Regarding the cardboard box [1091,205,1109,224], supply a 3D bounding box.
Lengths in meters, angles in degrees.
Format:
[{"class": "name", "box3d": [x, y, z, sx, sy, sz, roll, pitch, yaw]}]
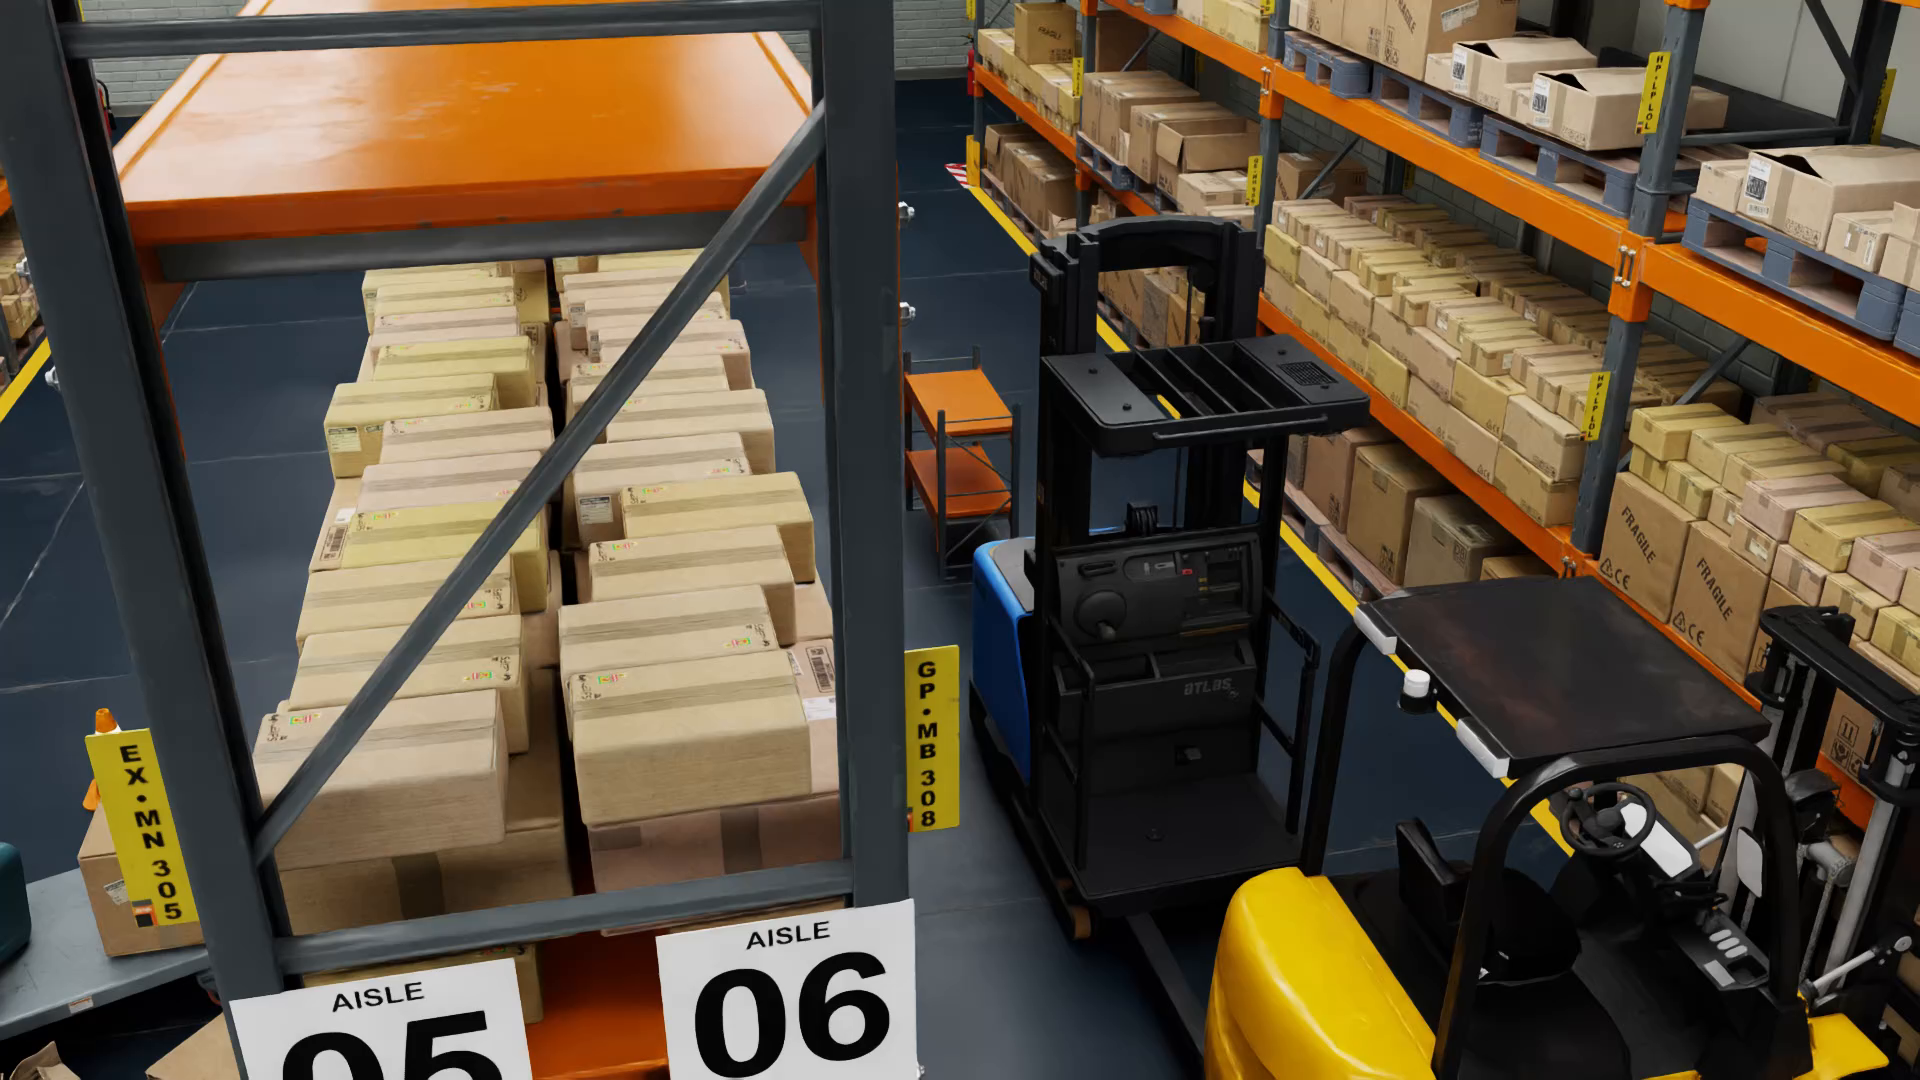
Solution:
[{"class": "cardboard box", "box3d": [1.373, -2.860, 14.676, 0.380, 0.149, 0.250, -5, 27, -9]}]

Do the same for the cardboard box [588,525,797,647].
[{"class": "cardboard box", "box3d": [-0.529, 0.106, 3.277, 0.380, 0.149, 0.250, -6, 27, -12]}]

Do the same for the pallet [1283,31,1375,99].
[{"class": "pallet", "box3d": [2.693, -2.893, 10.034, 1.213, 0.211, 1.003, -5, 27, -9]}]

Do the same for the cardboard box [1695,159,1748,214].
[{"class": "cardboard box", "box3d": [3.160, -1.403, 6.573, 0.380, 0.149, 0.250, -5, 27, -11]}]

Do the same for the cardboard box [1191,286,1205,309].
[{"class": "cardboard box", "box3d": [1.972, -1.837, 12.649, 0.380, 0.149, 0.250, -5, 27, -10]}]

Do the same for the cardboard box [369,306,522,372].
[{"class": "cardboard box", "box3d": [-1.381, -0.511, 4.499, 0.380, 0.149, 0.250, -6, 27, -12]}]

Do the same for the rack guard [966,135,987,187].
[{"class": "rack guard", "box3d": [0.668, -4.290, 18.695, 1.175, 0.500, 0.348, -6, 27, -12]}]

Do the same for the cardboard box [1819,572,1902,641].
[{"class": "cardboard box", "box3d": [3.431, 0.226, 6.143, 0.380, 0.149, 0.250, -7, 28, -13]}]

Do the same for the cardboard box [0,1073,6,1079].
[{"class": "cardboard box", "box3d": [-3.660, 2.220, 5.642, 0.797, 0.637, 0.503, -6, 27, -12]}]

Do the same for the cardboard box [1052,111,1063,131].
[{"class": "cardboard box", "box3d": [1.072, -3.909, 15.445, 0.380, 0.149, 0.250, -5, 27, -10]}]

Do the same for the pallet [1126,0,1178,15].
[{"class": "pallet", "box3d": [1.867, -4.190, 12.603, 1.213, 0.211, 1.003, -6, 27, -12]}]

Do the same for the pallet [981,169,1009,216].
[{"class": "pallet", "box3d": [0.848, -3.811, 18.067, 1.003, 0.211, 1.213, -6, 27, -12]}]

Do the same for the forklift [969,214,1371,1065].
[{"class": "forklift", "box3d": [0.924, 0.249, 7.005, 1.130, 2.935, 3.031, -7, 28, -13]}]

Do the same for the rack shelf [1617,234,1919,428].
[{"class": "rack shelf", "box3d": [3.805, -0.311, 5.507, 1.077, 0.370, 4.000, -6, 27, -12]}]

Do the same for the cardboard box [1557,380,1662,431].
[{"class": "cardboard box", "box3d": [3.061, -0.633, 7.844, 0.380, 0.149, 0.250, -5, 27, -10]}]

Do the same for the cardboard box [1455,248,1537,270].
[{"class": "cardboard box", "box3d": [3.135, -1.592, 9.744, 0.380, 0.149, 0.250, -6, 27, -12]}]

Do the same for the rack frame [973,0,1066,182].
[{"class": "rack frame", "box3d": [0.650, -5.439, 18.198, 1.000, 3.000, 0.127, -6, 27, -12]}]

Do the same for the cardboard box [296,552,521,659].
[{"class": "cardboard box", "box3d": [-1.039, 0.162, 3.166, 0.380, 0.149, 0.250, -6, 27, -12]}]

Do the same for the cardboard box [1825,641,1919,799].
[{"class": "cardboard box", "box3d": [3.542, 0.677, 5.968, 0.500, 0.500, 0.500, -6, 27, -11]}]

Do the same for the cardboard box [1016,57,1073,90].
[{"class": "cardboard box", "box3d": [0.857, -4.613, 16.397, 0.500, 0.250, 0.500, -7, 28, -13]}]

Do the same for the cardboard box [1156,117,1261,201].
[{"class": "cardboard box", "box3d": [1.905, -2.859, 12.504, 0.797, 0.503, 0.637, -7, 28, -13]}]

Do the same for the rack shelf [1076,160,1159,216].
[{"class": "rack shelf", "box3d": [2.003, -2.484, 13.141, 1.077, 0.370, 4.000, -6, 27, -12]}]

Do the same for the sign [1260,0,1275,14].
[{"class": "sign", "box3d": [1.924, -3.443, 10.340, 0.100, 0.325, 0.005, -6, 27, -12]}]

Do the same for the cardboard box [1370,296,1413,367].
[{"class": "cardboard box", "box3d": [2.667, -1.191, 9.392, 0.500, 0.250, 0.500, -6, 27, -11]}]

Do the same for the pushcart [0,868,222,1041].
[{"class": "pushcart", "box3d": [-3.691, 1.758, 6.848, 1.648, 0.377, 0.936, -16, 31, -29]}]

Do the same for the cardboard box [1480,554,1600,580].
[{"class": "cardboard box", "box3d": [3.226, 0.473, 8.653, 0.875, 0.625, 0.625, -5, 27, -9]}]

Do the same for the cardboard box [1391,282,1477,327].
[{"class": "cardboard box", "box3d": [2.609, -1.300, 9.165, 0.380, 0.149, 0.250, -7, 28, -13]}]

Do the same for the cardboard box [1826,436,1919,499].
[{"class": "cardboard box", "box3d": [3.810, -0.300, 6.854, 0.380, 0.149, 0.250, -6, 27, -12]}]

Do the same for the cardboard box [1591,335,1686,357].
[{"class": "cardboard box", "box3d": [3.420, -0.915, 8.402, 0.380, 0.149, 0.250, -6, 27, -12]}]

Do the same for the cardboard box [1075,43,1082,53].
[{"class": "cardboard box", "box3d": [1.235, -4.886, 16.938, 0.500, 0.250, 0.500, -5, 27, -10]}]

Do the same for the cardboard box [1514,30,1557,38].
[{"class": "cardboard box", "box3d": [3.035, -2.695, 9.113, 0.380, 0.166, 0.250, -6, 27, -12]}]

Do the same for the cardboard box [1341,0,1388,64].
[{"class": "cardboard box", "box3d": [2.590, -2.989, 9.326, 0.700, 0.500, 0.500, -6, 27, -13]}]

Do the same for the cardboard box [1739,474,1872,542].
[{"class": "cardboard box", "box3d": [3.309, -0.128, 6.514, 0.380, 0.149, 0.250, -5, 27, -10]}]

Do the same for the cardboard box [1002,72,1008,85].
[{"class": "cardboard box", "box3d": [0.650, -4.819, 17.248, 0.380, 0.149, 0.250, -5, 27, -10]}]

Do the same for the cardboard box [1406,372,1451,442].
[{"class": "cardboard box", "box3d": [2.786, -0.740, 9.054, 0.500, 0.250, 0.500, -6, 27, -11]}]

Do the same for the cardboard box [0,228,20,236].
[{"class": "cardboard box", "box3d": [-8.286, -2.672, 14.753, 0.380, 0.149, 0.250, -6, 27, -11]}]

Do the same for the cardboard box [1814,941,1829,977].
[{"class": "cardboard box", "box3d": [3.493, 1.554, 6.373, 0.500, 0.250, 0.500, -6, 27, -12]}]

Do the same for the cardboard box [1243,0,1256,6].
[{"class": "cardboard box", "box3d": [2.099, -3.625, 10.997, 0.380, 0.149, 0.250, -7, 28, -13]}]

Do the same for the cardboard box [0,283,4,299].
[{"class": "cardboard box", "box3d": [-7.959, -1.983, 13.388, 0.380, 0.149, 0.250, -5, 27, -9]}]

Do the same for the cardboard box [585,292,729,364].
[{"class": "cardboard box", "box3d": [-0.838, -0.569, 4.613, 0.380, 0.149, 0.250, -6, 27, -11]}]

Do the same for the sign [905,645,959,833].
[{"class": "sign", "box3d": [-0.050, 0.306, 2.516, 0.100, 0.325, 0.005, -6, 27, -12]}]

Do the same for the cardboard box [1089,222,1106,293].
[{"class": "cardboard box", "box3d": [1.442, -2.520, 14.721, 0.500, 0.500, 0.500, -5, 27, -9]}]

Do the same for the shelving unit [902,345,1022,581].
[{"class": "shelving unit", "box3d": [-0.002, -0.505, 10.502, 0.538, 1.125, 1.048, -6, 27, -12]}]

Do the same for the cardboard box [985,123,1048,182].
[{"class": "cardboard box", "box3d": [0.696, -4.234, 18.115, 0.797, 0.503, 0.637, -7, 28, -14]}]

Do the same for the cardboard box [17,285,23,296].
[{"class": "cardboard box", "box3d": [-8.088, -2.075, 13.900, 0.380, 0.149, 0.250, -6, 27, -12]}]

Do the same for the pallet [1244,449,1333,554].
[{"class": "pallet", "box3d": [2.601, -0.317, 11.144, 1.003, 0.211, 1.213, -6, 27, -12]}]

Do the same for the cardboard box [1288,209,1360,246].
[{"class": "cardboard box", "box3d": [2.300, -1.975, 10.503, 0.380, 0.149, 0.250, -5, 27, -10]}]

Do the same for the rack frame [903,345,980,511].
[{"class": "rack frame", "box3d": [-0.116, -0.728, 10.945, 0.500, 1.125, 0.032, -6, 27, -12]}]

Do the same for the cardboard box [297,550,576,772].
[{"class": "cardboard box", "box3d": [-1.056, 0.266, 3.402, 0.500, 0.250, 0.500, -6, 27, -12]}]

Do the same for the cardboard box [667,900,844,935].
[{"class": "cardboard box", "box3d": [-0.337, 0.685, 3.014, 0.380, 0.149, 0.250, -6, 27, -12]}]

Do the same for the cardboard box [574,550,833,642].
[{"class": "cardboard box", "box3d": [-0.537, 0.215, 3.502, 0.500, 0.250, 0.500, -6, 27, -12]}]
